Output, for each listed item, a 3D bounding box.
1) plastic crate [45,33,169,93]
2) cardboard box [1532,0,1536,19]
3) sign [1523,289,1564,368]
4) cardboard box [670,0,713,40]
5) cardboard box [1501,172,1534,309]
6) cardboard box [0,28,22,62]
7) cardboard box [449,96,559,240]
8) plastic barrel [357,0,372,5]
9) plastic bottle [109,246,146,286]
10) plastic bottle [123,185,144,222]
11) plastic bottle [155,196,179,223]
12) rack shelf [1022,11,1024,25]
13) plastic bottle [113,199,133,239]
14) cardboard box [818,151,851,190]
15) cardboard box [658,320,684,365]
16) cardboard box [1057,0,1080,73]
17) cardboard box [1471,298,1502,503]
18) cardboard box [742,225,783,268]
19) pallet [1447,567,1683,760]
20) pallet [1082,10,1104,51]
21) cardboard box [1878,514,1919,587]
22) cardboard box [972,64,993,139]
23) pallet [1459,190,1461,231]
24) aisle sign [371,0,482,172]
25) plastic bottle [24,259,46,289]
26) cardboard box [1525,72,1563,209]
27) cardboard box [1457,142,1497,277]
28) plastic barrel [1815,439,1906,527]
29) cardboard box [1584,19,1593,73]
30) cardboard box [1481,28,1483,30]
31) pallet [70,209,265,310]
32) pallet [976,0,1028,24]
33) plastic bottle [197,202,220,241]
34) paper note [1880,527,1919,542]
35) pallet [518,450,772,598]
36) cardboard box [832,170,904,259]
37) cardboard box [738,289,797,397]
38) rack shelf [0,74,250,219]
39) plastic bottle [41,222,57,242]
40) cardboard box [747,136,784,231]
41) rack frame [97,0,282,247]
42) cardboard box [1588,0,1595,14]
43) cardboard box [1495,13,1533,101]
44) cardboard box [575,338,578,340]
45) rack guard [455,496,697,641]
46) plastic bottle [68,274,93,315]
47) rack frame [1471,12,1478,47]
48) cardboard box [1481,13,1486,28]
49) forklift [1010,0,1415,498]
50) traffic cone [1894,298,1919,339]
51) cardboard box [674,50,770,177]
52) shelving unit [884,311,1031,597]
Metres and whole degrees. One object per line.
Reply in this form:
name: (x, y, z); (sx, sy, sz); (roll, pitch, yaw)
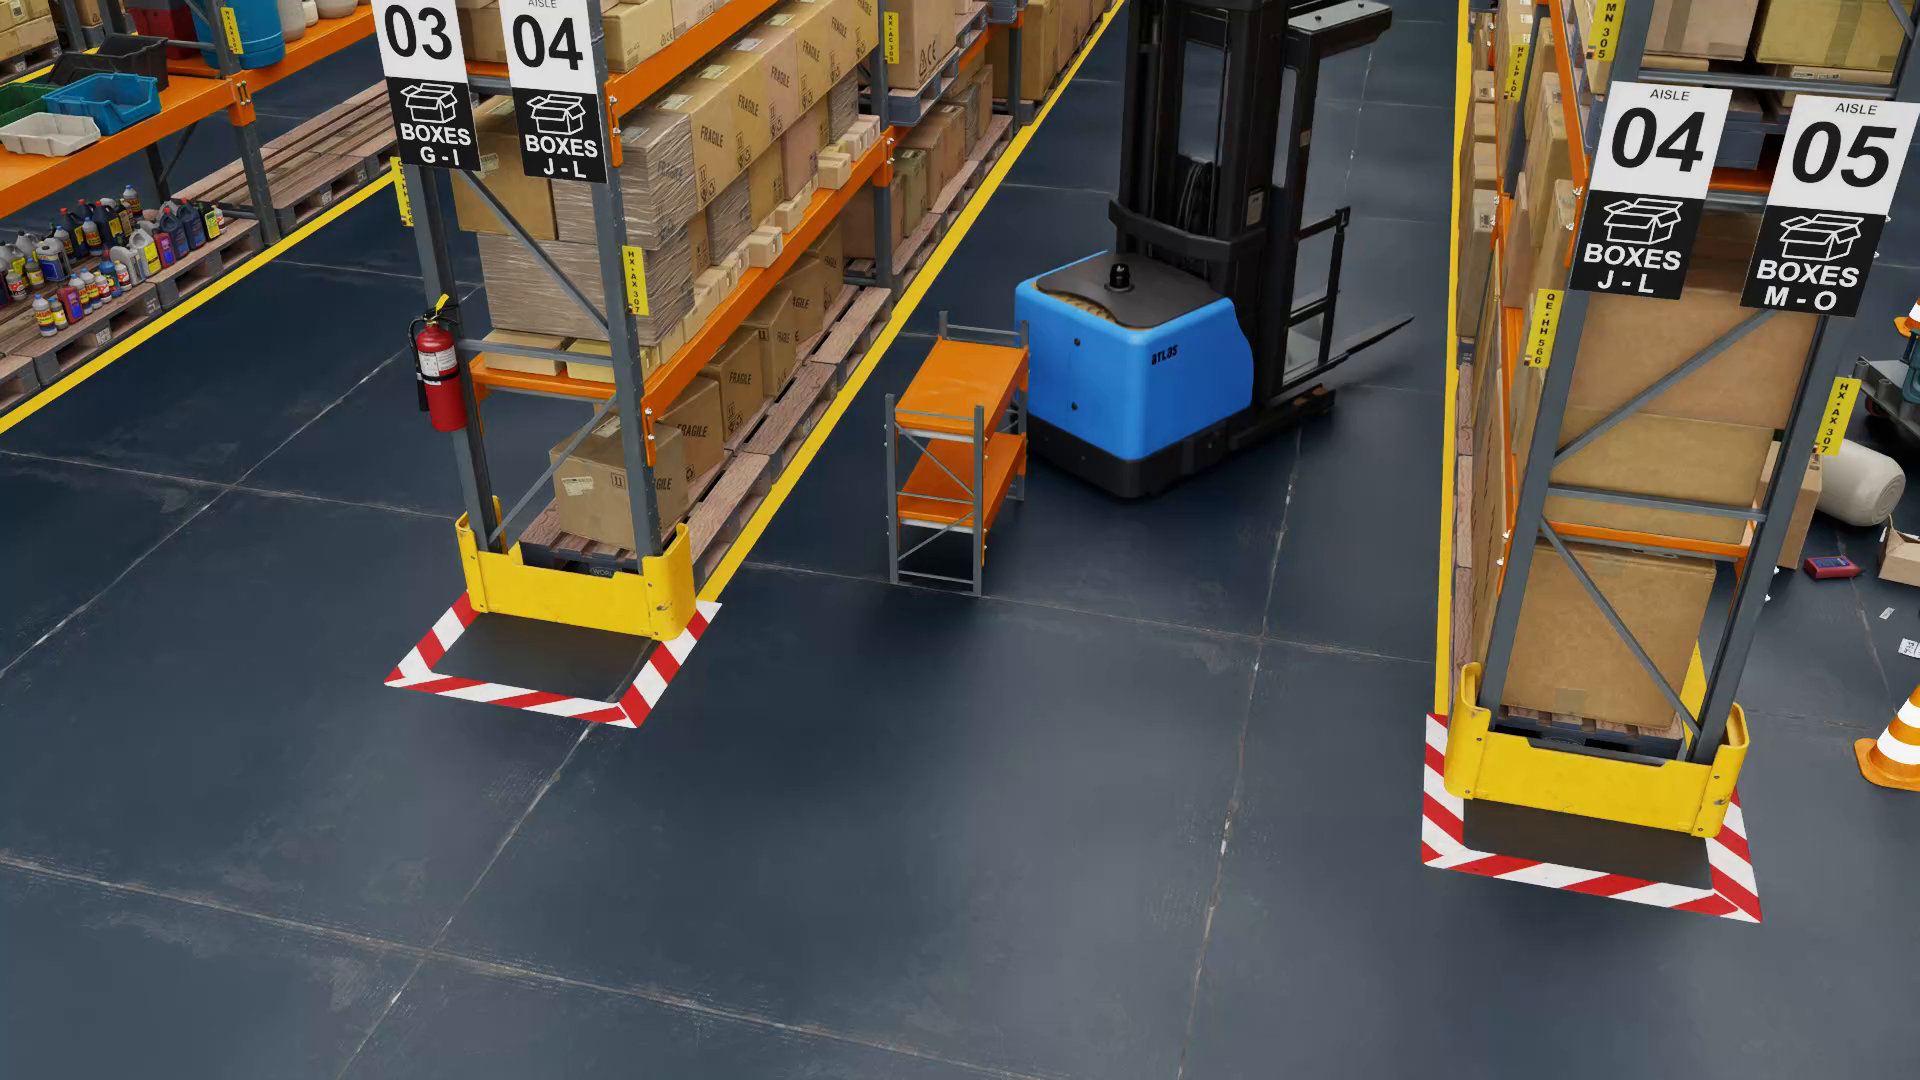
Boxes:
plastic crate: (-6.019, -3.344, 11.772); (0.767, 0.338, 0.504); (8, 33, 12)
cardboard box: (4.306, -3.736, 11.306); (0.700, 0.500, 0.500); (8, 33, 12)
sign: (2.263, -0.816, 6.438); (0.100, 0.325, 0.005); (8, 33, 12)
cardboard box: (-1.491, -2.560, 7.825); (0.500, 0.250, 0.500); (7, 33, 11)
cardboard box: (3.349, -1.540, 8.737); (0.875, 0.550, 0.550); (8, 33, 12)
cardboard box: (-9.564, -4.819, 16.206); (0.500, 0.250, 0.500); (8, 33, 12)
cardboard box: (-2.087, -1.783, 7.957); (0.500, 0.500, 0.500); (8, 33, 12)
plastic barrel: (-5.013, -4.754, 13.805); (0.433, 0.535, 0.433); (0, 32, 0)
plastic bottle: (-5.824, -1.936, 11.629); (0.152, 0.276, 0.135); (9, 33, 13)
plastic bottle: (-6.268, -2.553, 12.603); (0.097, 0.271, 0.097); (0, 32, 0)
plastic bottle: (-5.788, -2.338, 12.191); (0.144, 0.351, 0.185); (8, 33, 12)
rack shelf: (0.550, -5.760, 16.185); (1.077, 0.370, 4.000); (8, 33, 12)
plastic bottle: (-6.221, -2.372, 12.308); (0.061, 0.283, 0.133); (8, 33, 12)
cardboard box: (-0.893, -2.298, 10.302); (0.380, 0.149, 0.250); (8, 33, 12)
cardboard box: (-1.603, -1.011, 8.278); (0.380, 0.149, 0.250); (8, 33, 12)
cardboard box: (0.471, -5.123, 16.102); (1.225, 0.875, 0.875); (8, 33, 13)
cardboard box: (3.347, -0.718, 9.172); (0.875, 0.875, 0.875); (8, 33, 13)
cardboard box: (-1.210, -1.649, 9.282); (0.380, 0.149, 0.250); (8, 33, 12)
pallet: (2.911, 0.605, 8.102); (1.003, 0.211, 1.213); (8, 33, 12)
pallet: (0.935, -5.514, 17.727); (1.003, 0.211, 1.213); (8, 33, 12)
cardboard box: (5.144, 0.074, 8.886); (0.396, 0.266, 0.258); (14, 35, 21)
cardboard box: (-0.108, -3.806, 14.361); (0.700, 0.500, 0.500); (6, 33, 10)
pallet: (4.541, -2.722, 13.336); (1.003, 0.211, 1.213); (8, 33, 12)
aisle sign: (-2.294, -1.980, 7.146); (0.394, 0.787, 0.004); (8, 33, 12)
plastic bottle: (-6.445, -1.858, 11.575); (0.097, 0.201, 0.097); (0, 32, 0)
cardboard box: (3.375, -1.992, 8.441); (0.875, 0.550, 0.550); (8, 33, 12)
cardboard box: (4.118, -2.285, 11.753); (1.050, 0.750, 0.750); (8, 33, 12)
plastic barrel: (4.995, -0.338, 9.387); (0.421, 0.421, 0.512); (-21, 38, -29)
cardboard box: (2.605, -1.875, 6.357); (0.380, 0.149, 0.250); (8, 33, 13)
cardboard box: (5.133, -4.600, 15.629); (0.500, 0.500, 0.500); (9, 33, 13)
pallet: (-5.974, -2.105, 12.364); (1.003, 0.211, 1.213); (8, 33, 12)
pallet: (-0.035, -4.561, 13.807); (1.213, 0.211, 1.003); (8, 33, 12)
plastic bottle: (-5.567, -2.369, 12.303); (0.061, 0.283, 0.133); (10, 34, 15)
paper note: (5.225, -0.012, 9.248); (0.172, 0.023, 0.155); (20, 38, 29)
pallet: (-1.728, -0.154, 9.295); (1.003, 0.211, 1.213); (8, 33, 12)
cardboard box: (-0.796, -2.397, 12.144); (0.700, 0.500, 0.500); (6, 33, 9)
cardboard box: (-1.333, -1.239, 10.342); (0.500, 0.500, 0.500); (5, 33, 8)
rack shelf: (-6.271, -2.283, 10.716); (1.077, 0.370, 4.000); (8, 33, 12)
plastic bottle: (-6.500, -2.123, 11.916); (0.061, 0.283, 0.133); (9, 34, 15)
cardboard box: (-1.504, -2.111, 9.404); (0.875, 0.500, 0.500); (8, 33, 12)
rack frame: (-5.764, -3.624, 12.155); (1.000, 3.000, 0.127); (8, 33, 12)
cardboard box: (2.766, -2.246, 6.569); (0.500, 0.250, 0.500); (8, 33, 12)
cardboard box: (4.056, -3.360, 11.646); (0.500, 0.500, 0.500); (8, 33, 12)
cardboard box: (-2.051, -1.074, 8.378); (0.380, 0.149, 0.250); (8, 33, 12)
rack guard: (-1.969, 0.141, 8.562); (1.175, 0.500, 0.348); (8, 33, 12)
plastic bottle: (-5.930, -1.659, 11.197); (0.097, 0.271, 0.097); (0, 32, 0)
rack frame: (5.829, -6.374, 16.480); (1.000, 3.000, 0.127); (8, 33, 12)
cardboard box: (5.120, -4.924, 15.440); (0.500, 0.250, 0.500); (9, 34, 14)
forklift: (1.729, -2.147, 9.895); (3.031, 2.935, 1.130); (-26, 41, -35)
traffic cone: (6.680, -1.651, 11.416); (0.336, 0.463, 0.334); (8, 33, 12)
cardboard box: (-1.325, -2.231, 8.660); (0.500, 0.500, 0.500); (8, 33, 12)
shelving unit: (0.002, -0.478, 8.954); (0.538, 1.125, 1.048); (8, 33, 12)
